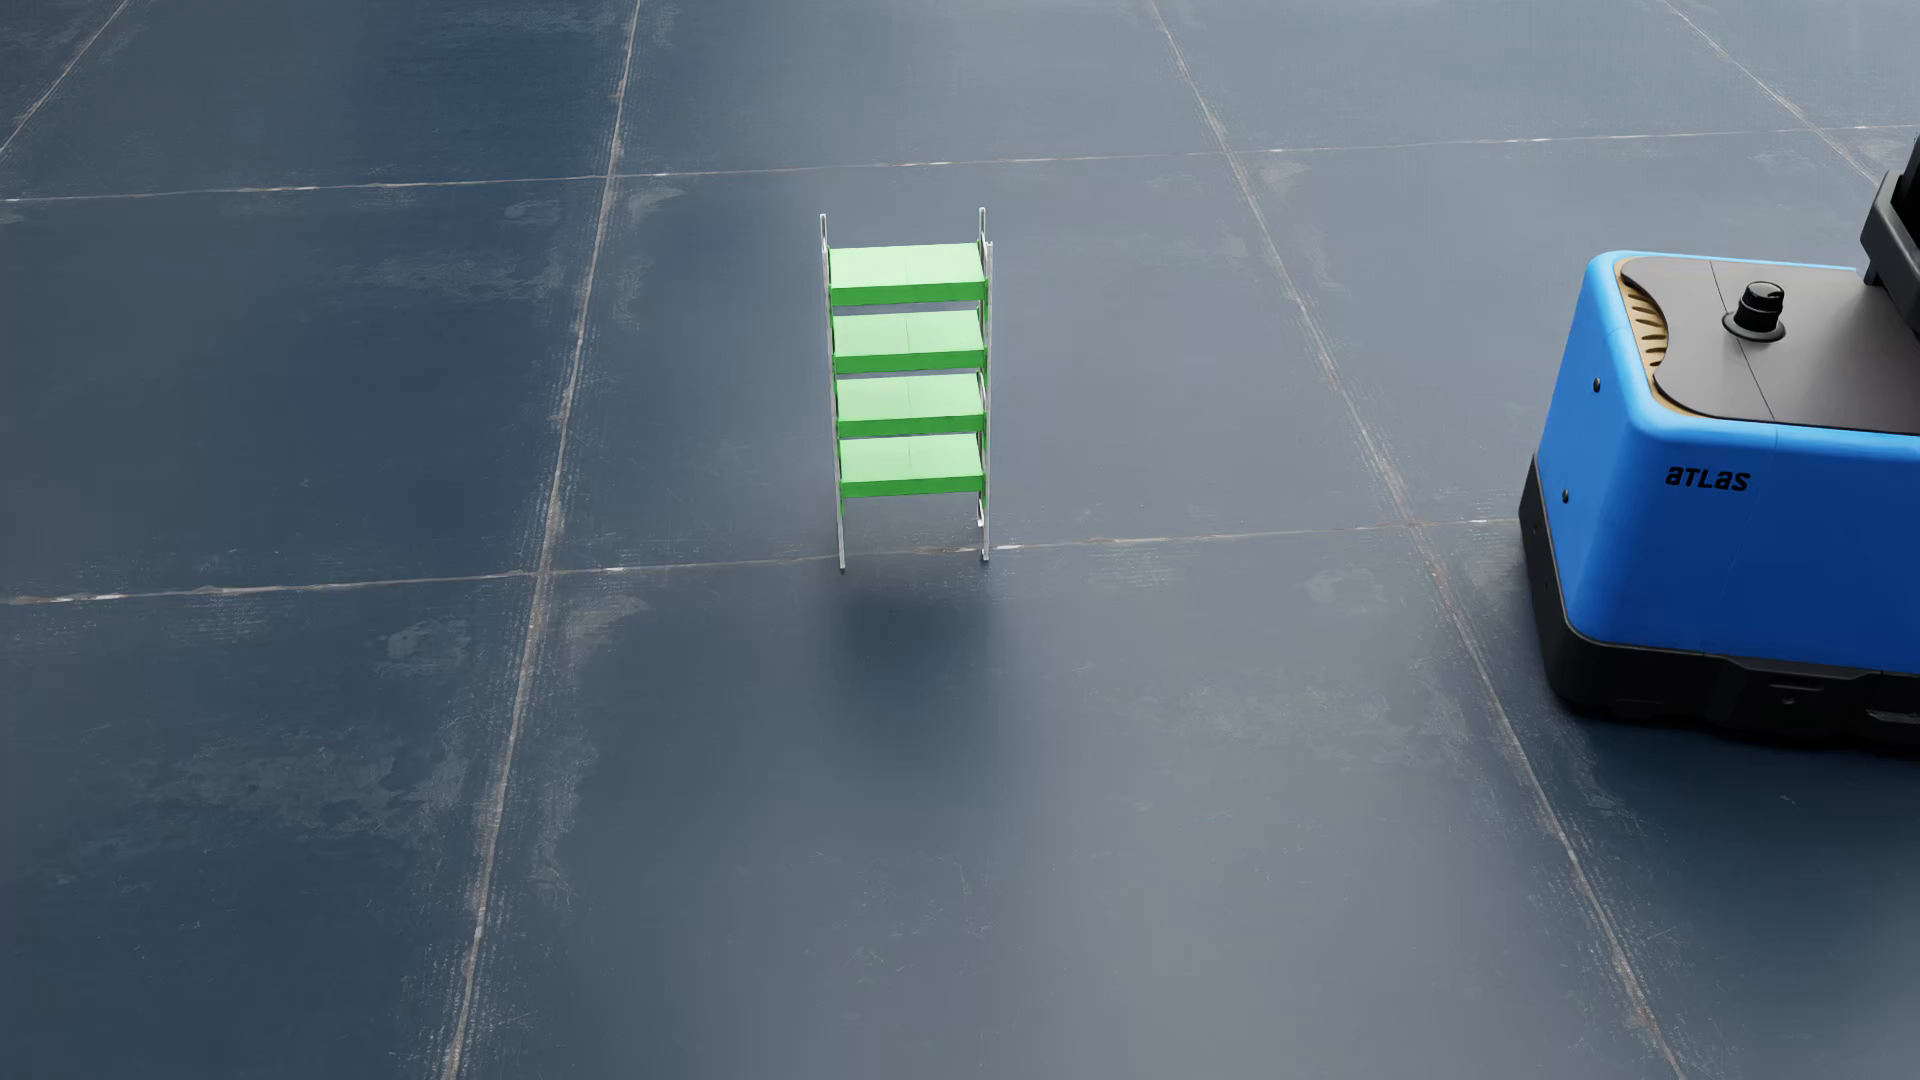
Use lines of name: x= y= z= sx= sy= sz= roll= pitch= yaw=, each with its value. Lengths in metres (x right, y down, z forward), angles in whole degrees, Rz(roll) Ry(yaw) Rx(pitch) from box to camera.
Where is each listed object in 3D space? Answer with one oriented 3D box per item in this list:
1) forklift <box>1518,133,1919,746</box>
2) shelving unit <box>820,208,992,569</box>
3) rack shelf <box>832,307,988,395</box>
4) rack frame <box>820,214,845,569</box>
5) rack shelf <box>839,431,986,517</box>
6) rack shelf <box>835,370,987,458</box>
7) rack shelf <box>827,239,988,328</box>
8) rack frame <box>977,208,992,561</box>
forklift: x=3.361 y=-0.782 z=4.375 sx=3.031 sy=2.935 sz=1.130 roll=6 pitch=39 yaw=7
shelving unit: x=-0.165 y=-0.462 z=5.367 sx=0.503 sy=1.200 sz=0.258 roll=-3 pitch=38 yaw=-4
rack shelf: x=-0.165 y=-0.600 z=5.258 sx=0.480 sy=0.148 sz=0.258 roll=-3 pitch=38 yaw=-4
rack frame: x=-0.408 y=-0.449 z=5.350 sx=0.015 sy=1.200 sz=0.240 roll=-3 pitch=38 yaw=-4
rack shelf: x=-0.165 y=-0.223 z=5.555 sx=0.480 sy=0.148 sz=0.258 roll=-3 pitch=38 yaw=-4
rack shelf: x=-0.165 y=-0.412 z=5.406 sx=0.480 sy=0.148 sz=0.258 roll=-3 pitch=38 yaw=-4
rack shelf: x=-0.165 y=-0.789 z=5.109 sx=0.480 sy=0.148 sz=0.258 roll=-3 pitch=38 yaw=-4
rack frame: x=0.078 y=-0.475 z=5.384 sx=0.015 sy=1.200 sz=0.240 roll=-3 pitch=38 yaw=-4
